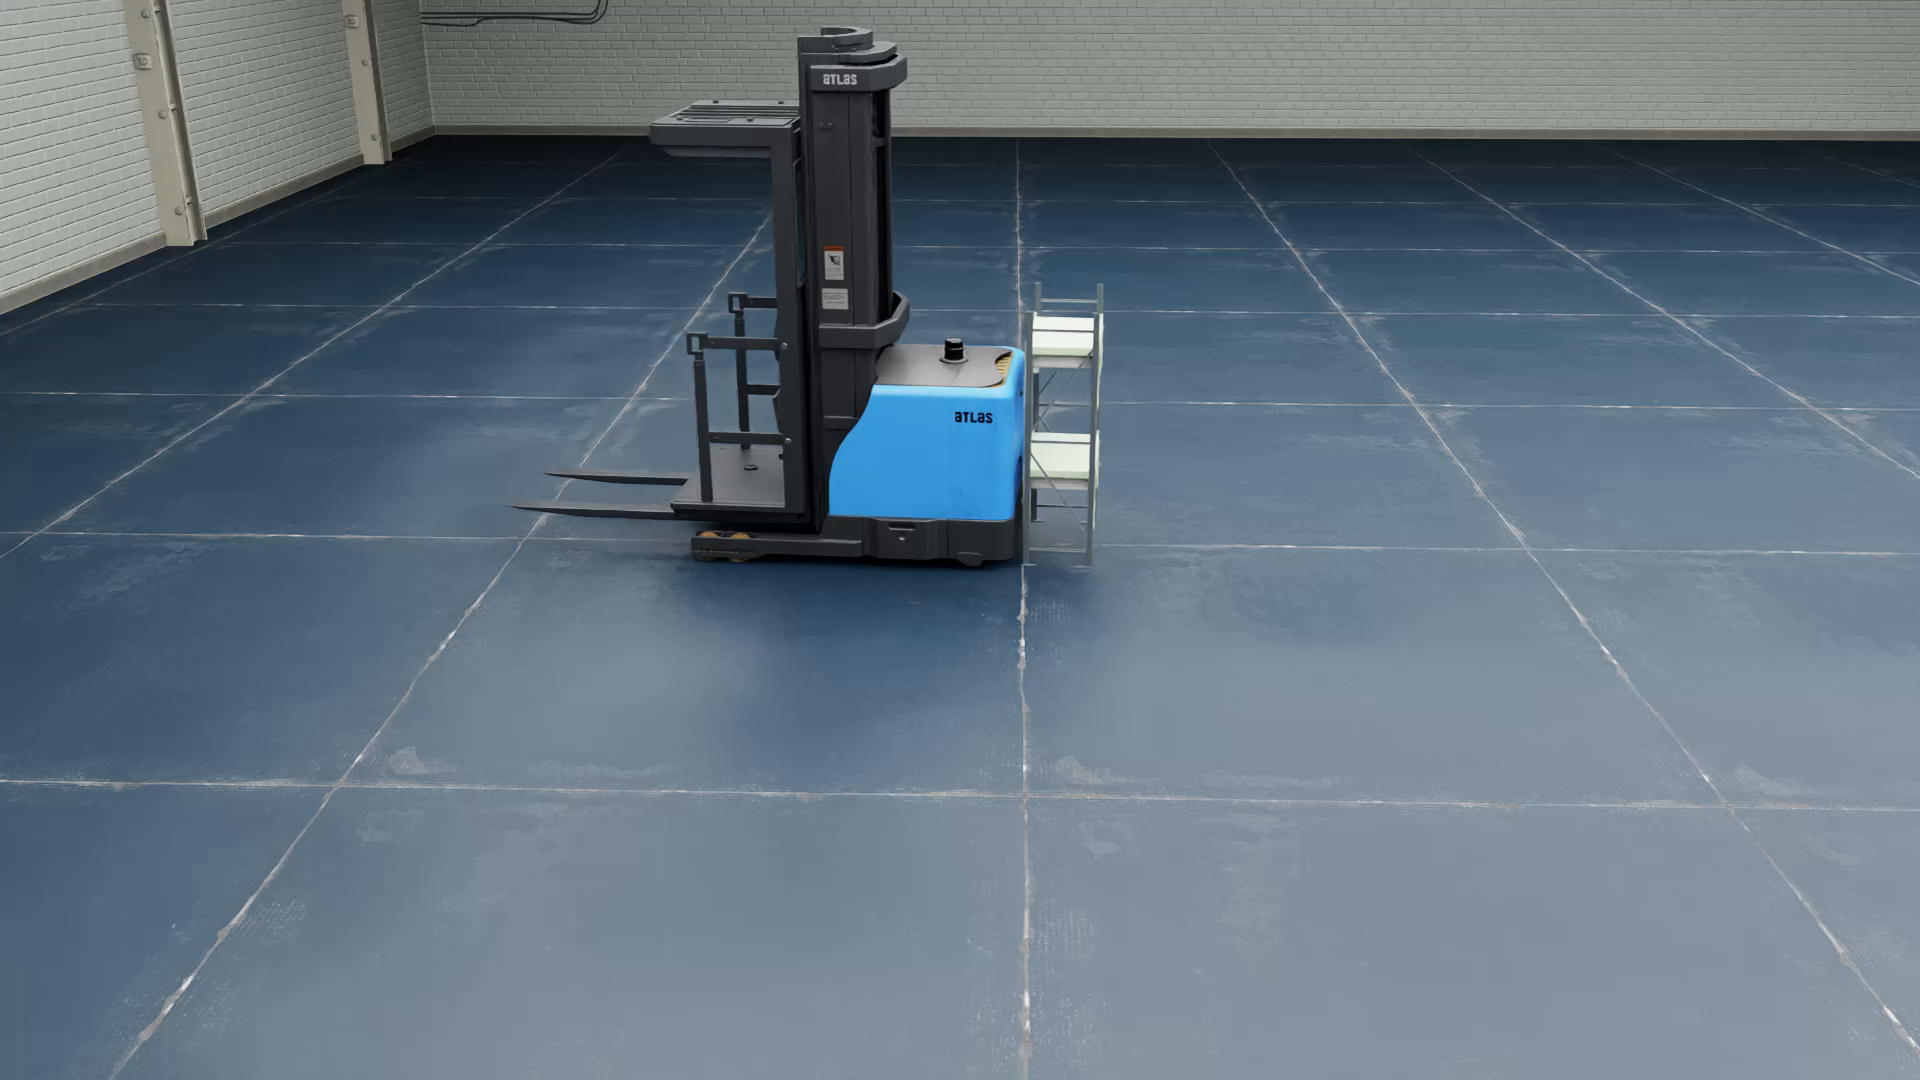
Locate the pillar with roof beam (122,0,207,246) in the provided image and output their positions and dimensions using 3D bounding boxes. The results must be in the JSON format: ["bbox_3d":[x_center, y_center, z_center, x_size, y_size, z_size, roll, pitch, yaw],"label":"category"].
[{"bbox_3d":[-4.362,-7.482,16.871,9.100,9.000,0.400,1,21,2],"label":"pillar with roof beam"}]

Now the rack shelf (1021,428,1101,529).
[{"bbox_3d":[0.602,-0.372,9.816,0.431,0.370,0.720,2,21,6],"label":"rack shelf"}]

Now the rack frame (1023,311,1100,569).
[{"bbox_3d":[0.564,-0.545,9.358,0.400,1.500,0.023,2,21,6],"label":"rack frame"}]

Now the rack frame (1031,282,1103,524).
[{"bbox_3d":[0.641,-0.808,10.037,0.400,1.500,0.023,2,21,6],"label":"rack frame"}]

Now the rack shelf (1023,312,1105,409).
[{"bbox_3d":[0.603,-1.040,9.556,0.431,0.370,0.720,2,21,6],"label":"rack shelf"}]

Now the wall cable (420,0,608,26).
[{"bbox_3d":[-7.071,-9.301,25.853,3.097,2.526,0.112,1,21,2],"label":"wall cable"}]

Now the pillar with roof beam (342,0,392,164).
[{"bbox_3d":[-4.180,-9.651,22.462,9.100,9.000,0.400,1,21,2],"label":"pillar with roof beam"}]

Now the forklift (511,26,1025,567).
[{"bbox_3d":[-1.145,-1.423,9.644,3.031,2.935,1.130,2,21,6],"label":"forklift"}]

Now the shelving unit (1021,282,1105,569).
[{"bbox_3d":[0.603,-0.676,9.698,0.431,1.500,0.755,2,21,6],"label":"shelving unit"}]
